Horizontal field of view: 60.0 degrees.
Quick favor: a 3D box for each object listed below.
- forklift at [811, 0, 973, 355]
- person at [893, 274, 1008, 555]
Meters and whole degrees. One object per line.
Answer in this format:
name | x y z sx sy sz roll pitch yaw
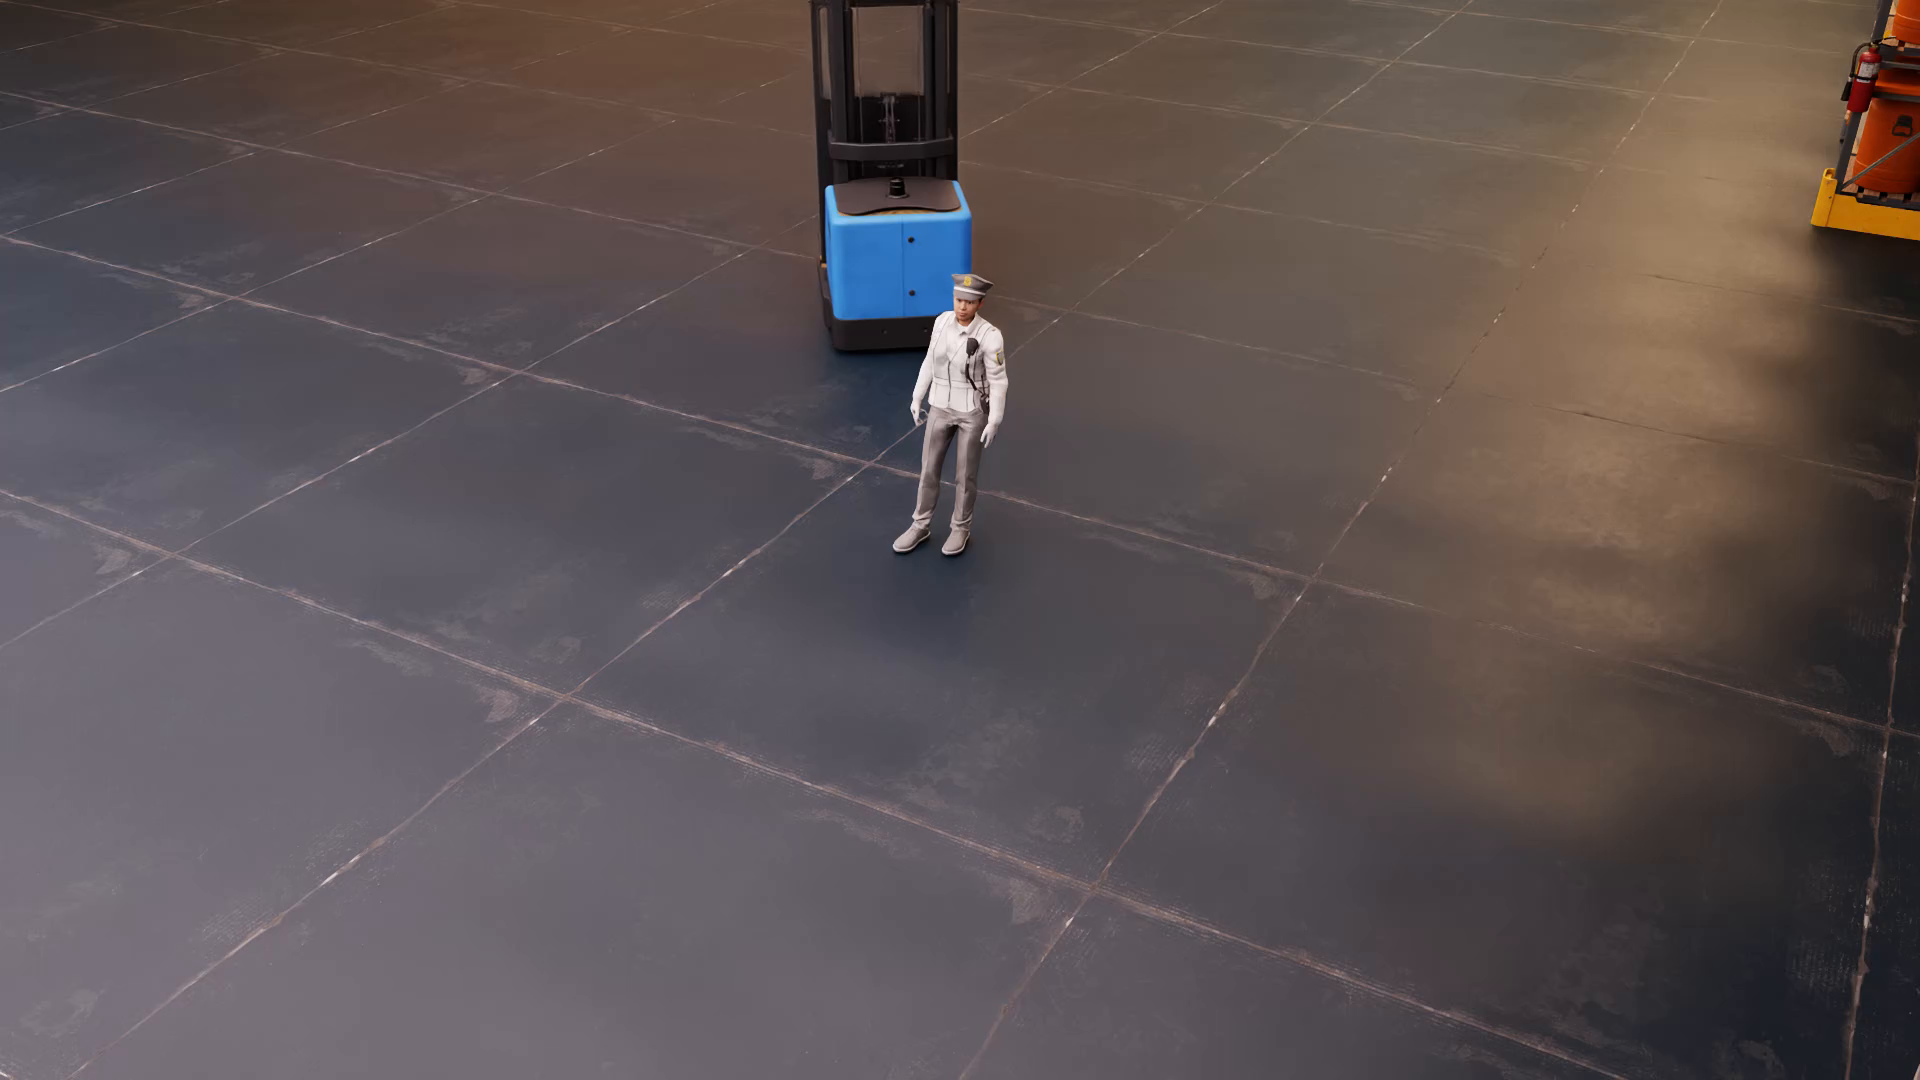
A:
forklift | -0.585 -3.346 12.869 1.130 2.935 3.031 -4 30 -6
person | -0.039 -0.712 9.527 0.588 1.696 0.531 15 33 25
